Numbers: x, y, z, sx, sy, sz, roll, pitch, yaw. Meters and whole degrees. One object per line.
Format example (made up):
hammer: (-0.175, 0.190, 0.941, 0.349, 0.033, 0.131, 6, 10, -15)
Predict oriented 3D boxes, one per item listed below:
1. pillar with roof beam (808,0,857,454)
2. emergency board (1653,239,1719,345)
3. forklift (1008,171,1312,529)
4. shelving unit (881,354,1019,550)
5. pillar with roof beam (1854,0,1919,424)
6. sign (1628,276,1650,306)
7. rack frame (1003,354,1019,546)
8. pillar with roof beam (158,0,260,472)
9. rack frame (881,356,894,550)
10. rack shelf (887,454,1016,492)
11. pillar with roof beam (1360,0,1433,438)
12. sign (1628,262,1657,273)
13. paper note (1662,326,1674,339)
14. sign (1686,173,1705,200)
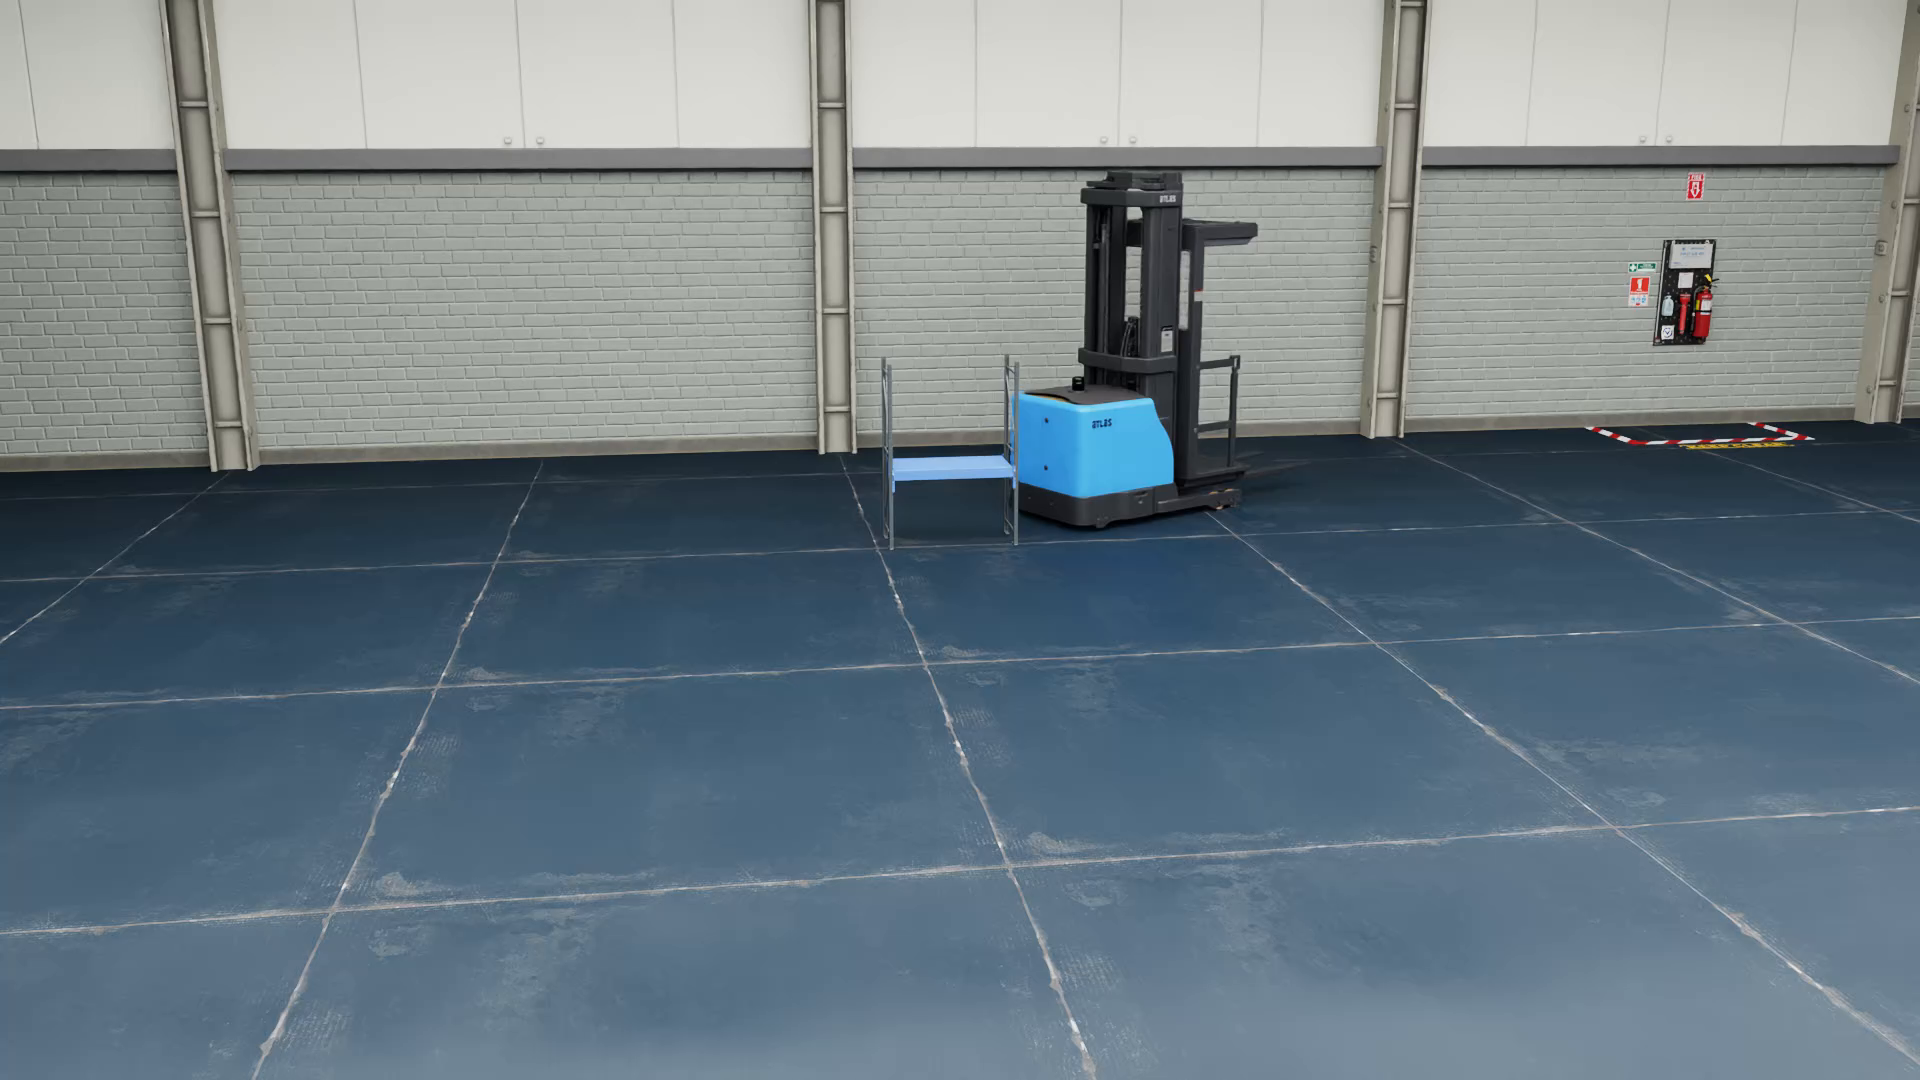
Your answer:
pillar with roof beam: (-0.649, -4.266, 12.235, 0.400, 9.000, 9.100, -2, 14, -8)
emergency board: (8.127, -2.747, 18.507, 0.643, 1.169, 0.194, -2, 14, -8)
forklift: (1.909, -1.781, 14.798, 3.031, 2.935, 1.130, -10, 17, -35)
shelving unit: (-0.084, -0.724, 13.527, 1.048, 1.500, 0.538, -2, 14, -8)
pillar with roof beam: (11.218, -4.701, 13.969, 0.400, 9.000, 9.100, -2, 14, -8)
sign: (7.565, -2.769, 18.522, 0.234, 0.329, 0.001, -2, 14, -8)
rack frame: (0.418, -0.743, 13.601, 0.032, 1.500, 0.500, -2, 14, -8)
pillar with roof beam: (-6.582, -4.049, 11.368, 0.400, 9.000, 9.100, -2, 14, -8)
rack frame: (-0.587, -0.706, 13.454, 0.032, 1.500, 0.500, -2, 14, -8)
rack shelf: (-0.084, -0.550, 13.571, 1.000, 0.185, 0.538, -2, 14, -8)
pillar with roof beam: (5.284, -4.484, 13.102, 0.400, 9.000, 9.100, -2, 14, -8)
sign: (7.571, -3.024, 18.449, 0.331, 0.109, 0.001, -2, 14, -8)
paper note: (7.942, -2.329, 18.655, 0.142, 0.148, 0.016, -2, 14, -8)
sign: (8.104, -3.895, 18.319, 0.199, 0.298, 0.001, -2, 14, -8)
